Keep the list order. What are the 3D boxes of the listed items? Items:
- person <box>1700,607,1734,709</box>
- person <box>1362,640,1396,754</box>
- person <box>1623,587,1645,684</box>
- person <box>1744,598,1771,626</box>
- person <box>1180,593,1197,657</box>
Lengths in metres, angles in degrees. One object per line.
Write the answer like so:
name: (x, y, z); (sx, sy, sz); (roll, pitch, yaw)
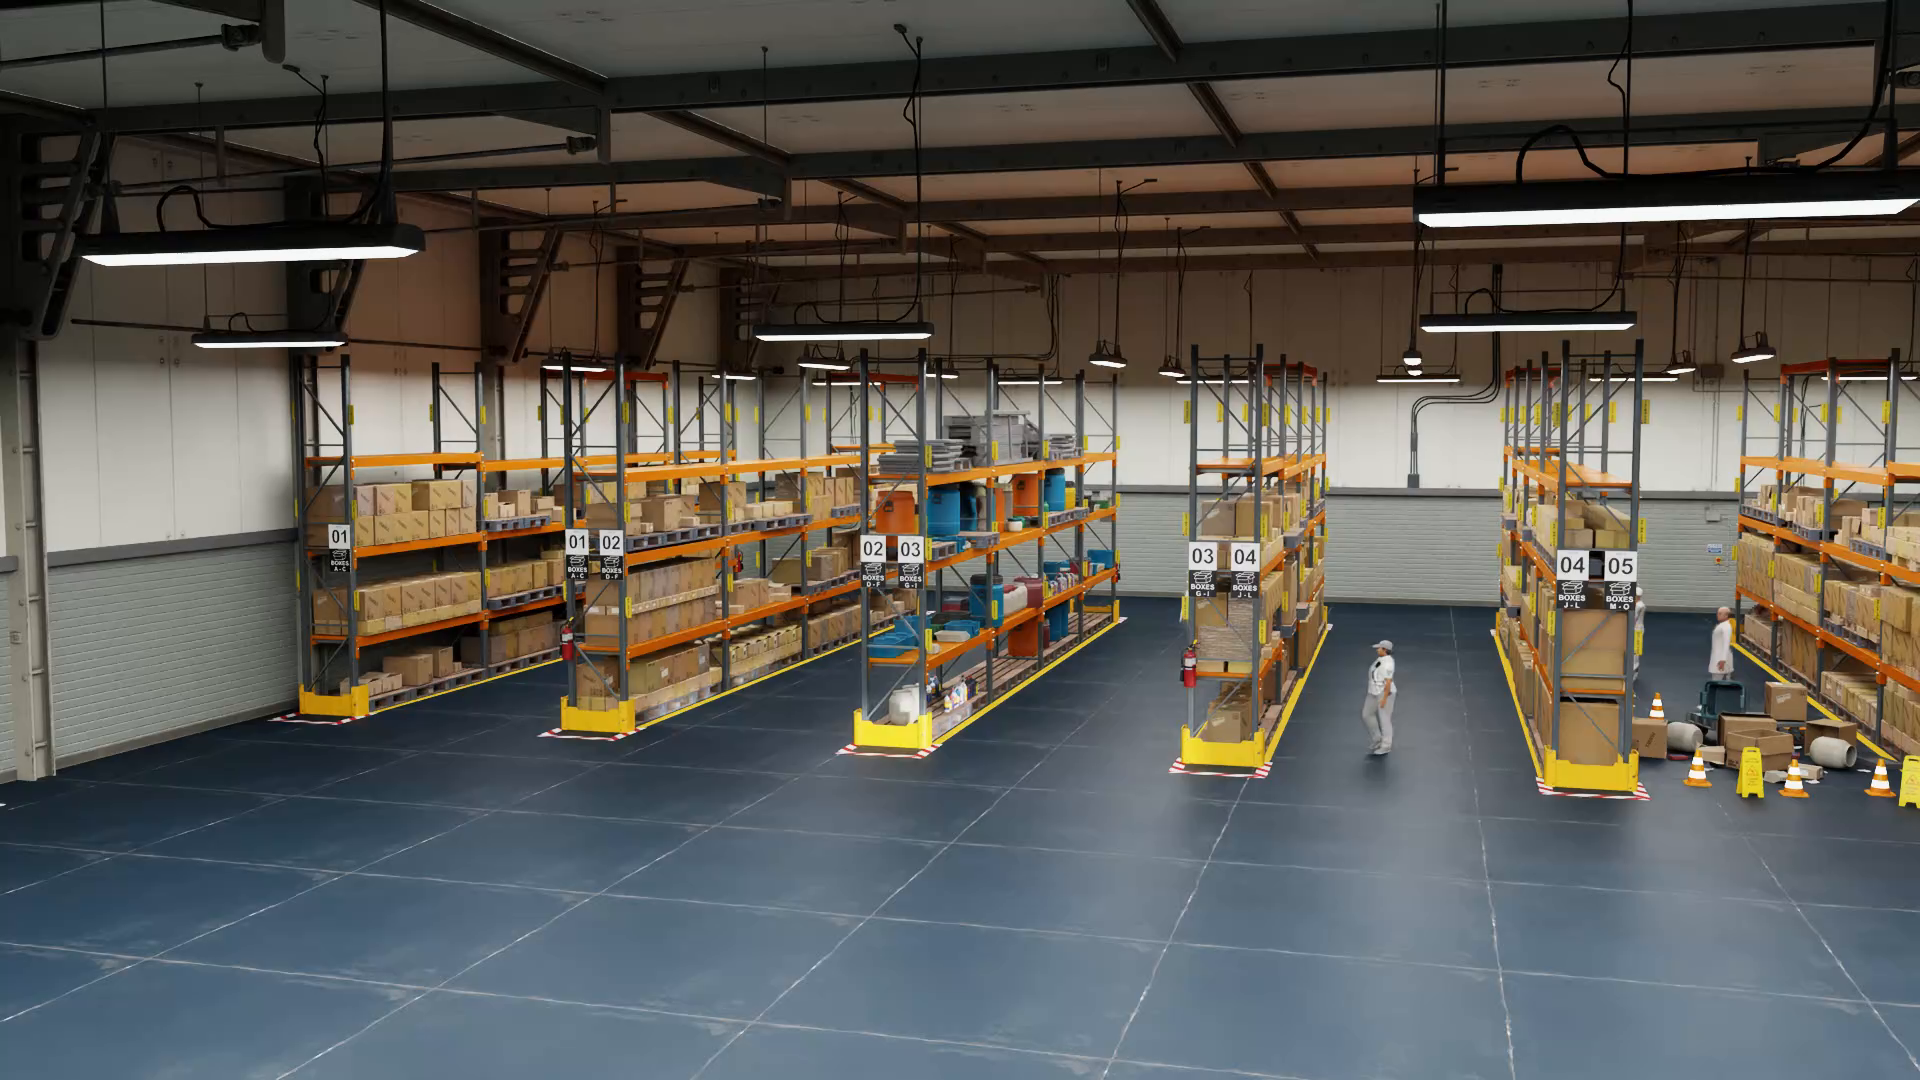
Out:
person: (12.860, 2.013, 28.076); (0.508, 1.779, 0.603); (4, 6, 45)
person: (6.249, 2.337, 24.750); (0.426, 1.708, 0.557); (-2, 5, -20)
person: (12.570, 1.775, 31.187); (0.598, 1.797, 0.518); (-4, 6, -43)
person: (18.148, 1.348, 37.638); (1.033, 1.606, 0.608); (2, 5, 28)
person: (4.822, 1.606, 34.274); (0.556, 1.645, 0.944); (1, 4, 14)
